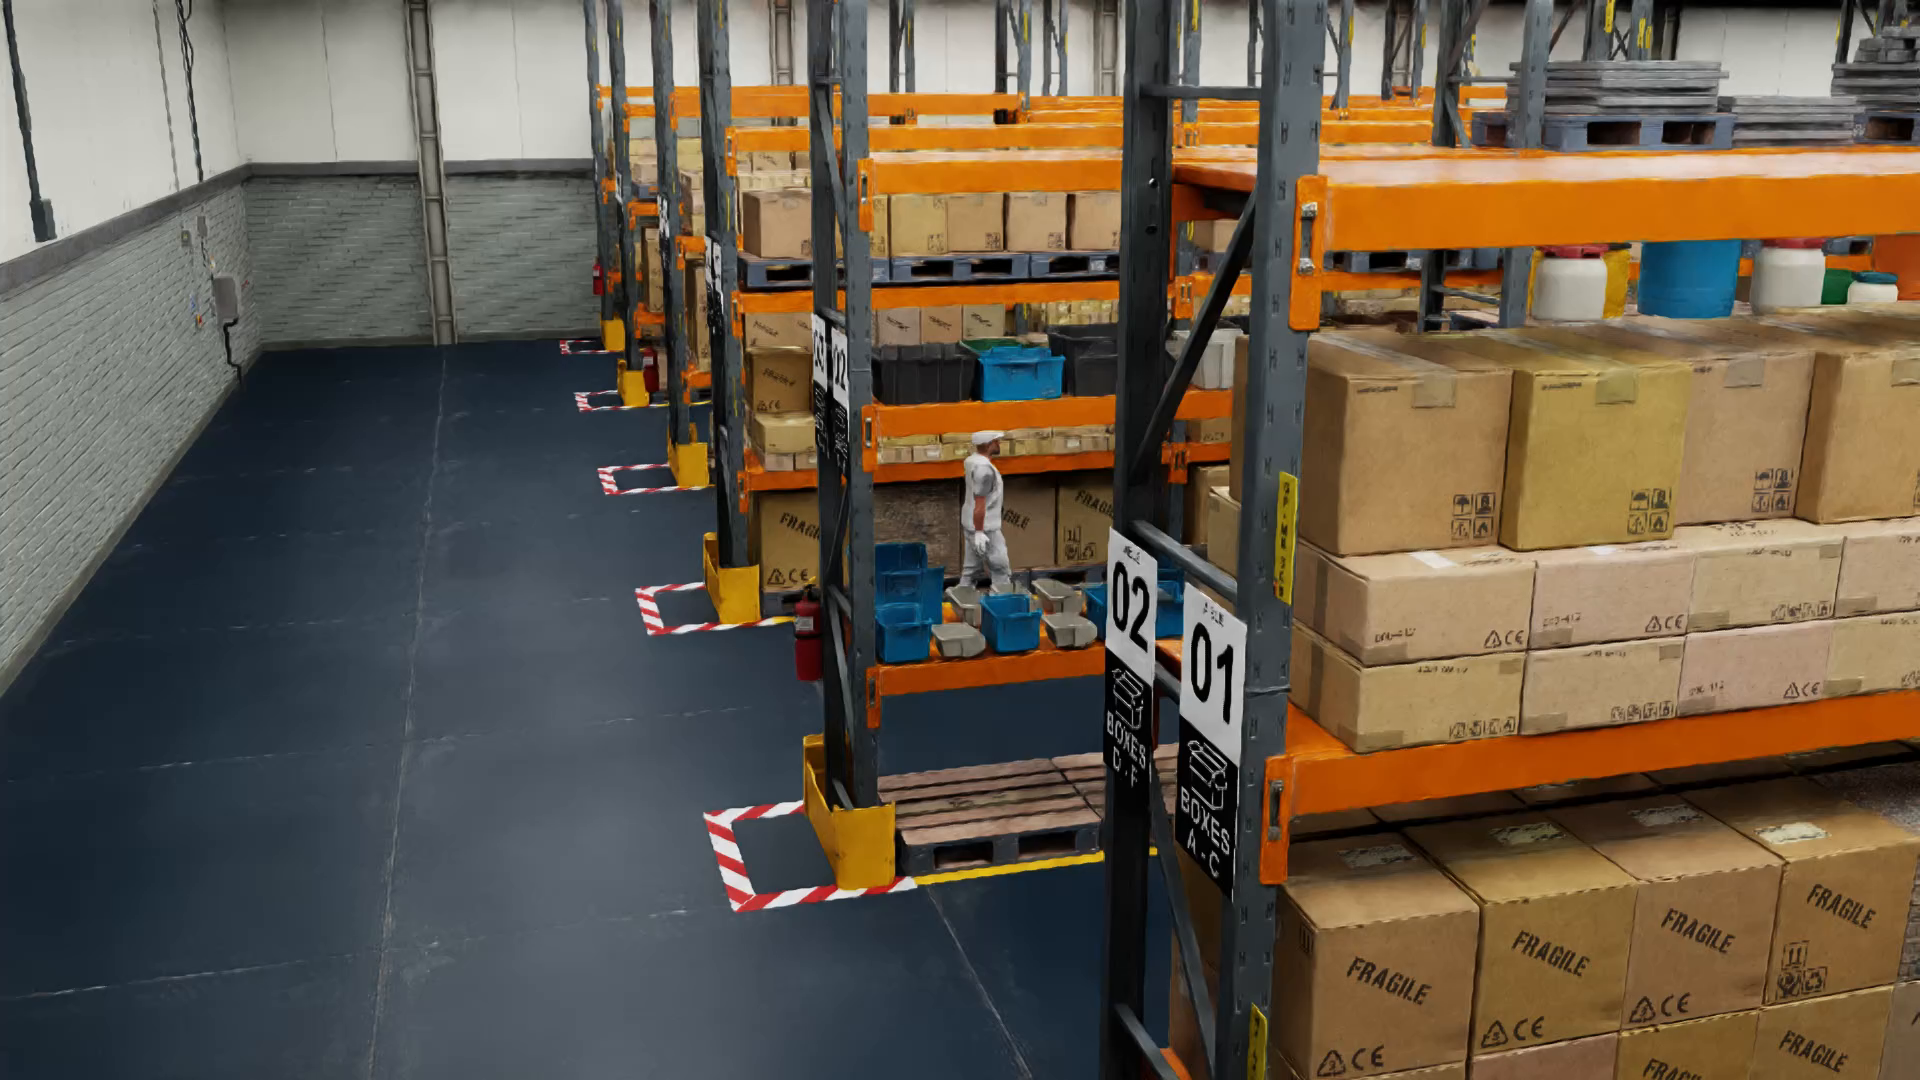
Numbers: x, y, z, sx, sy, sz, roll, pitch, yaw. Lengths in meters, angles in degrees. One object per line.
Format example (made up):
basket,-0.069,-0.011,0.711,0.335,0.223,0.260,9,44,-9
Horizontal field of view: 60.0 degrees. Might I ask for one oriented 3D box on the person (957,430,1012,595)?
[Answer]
person,0.249,-0.090,13.798,0.586,1.805,0.544,-4,16,-14
